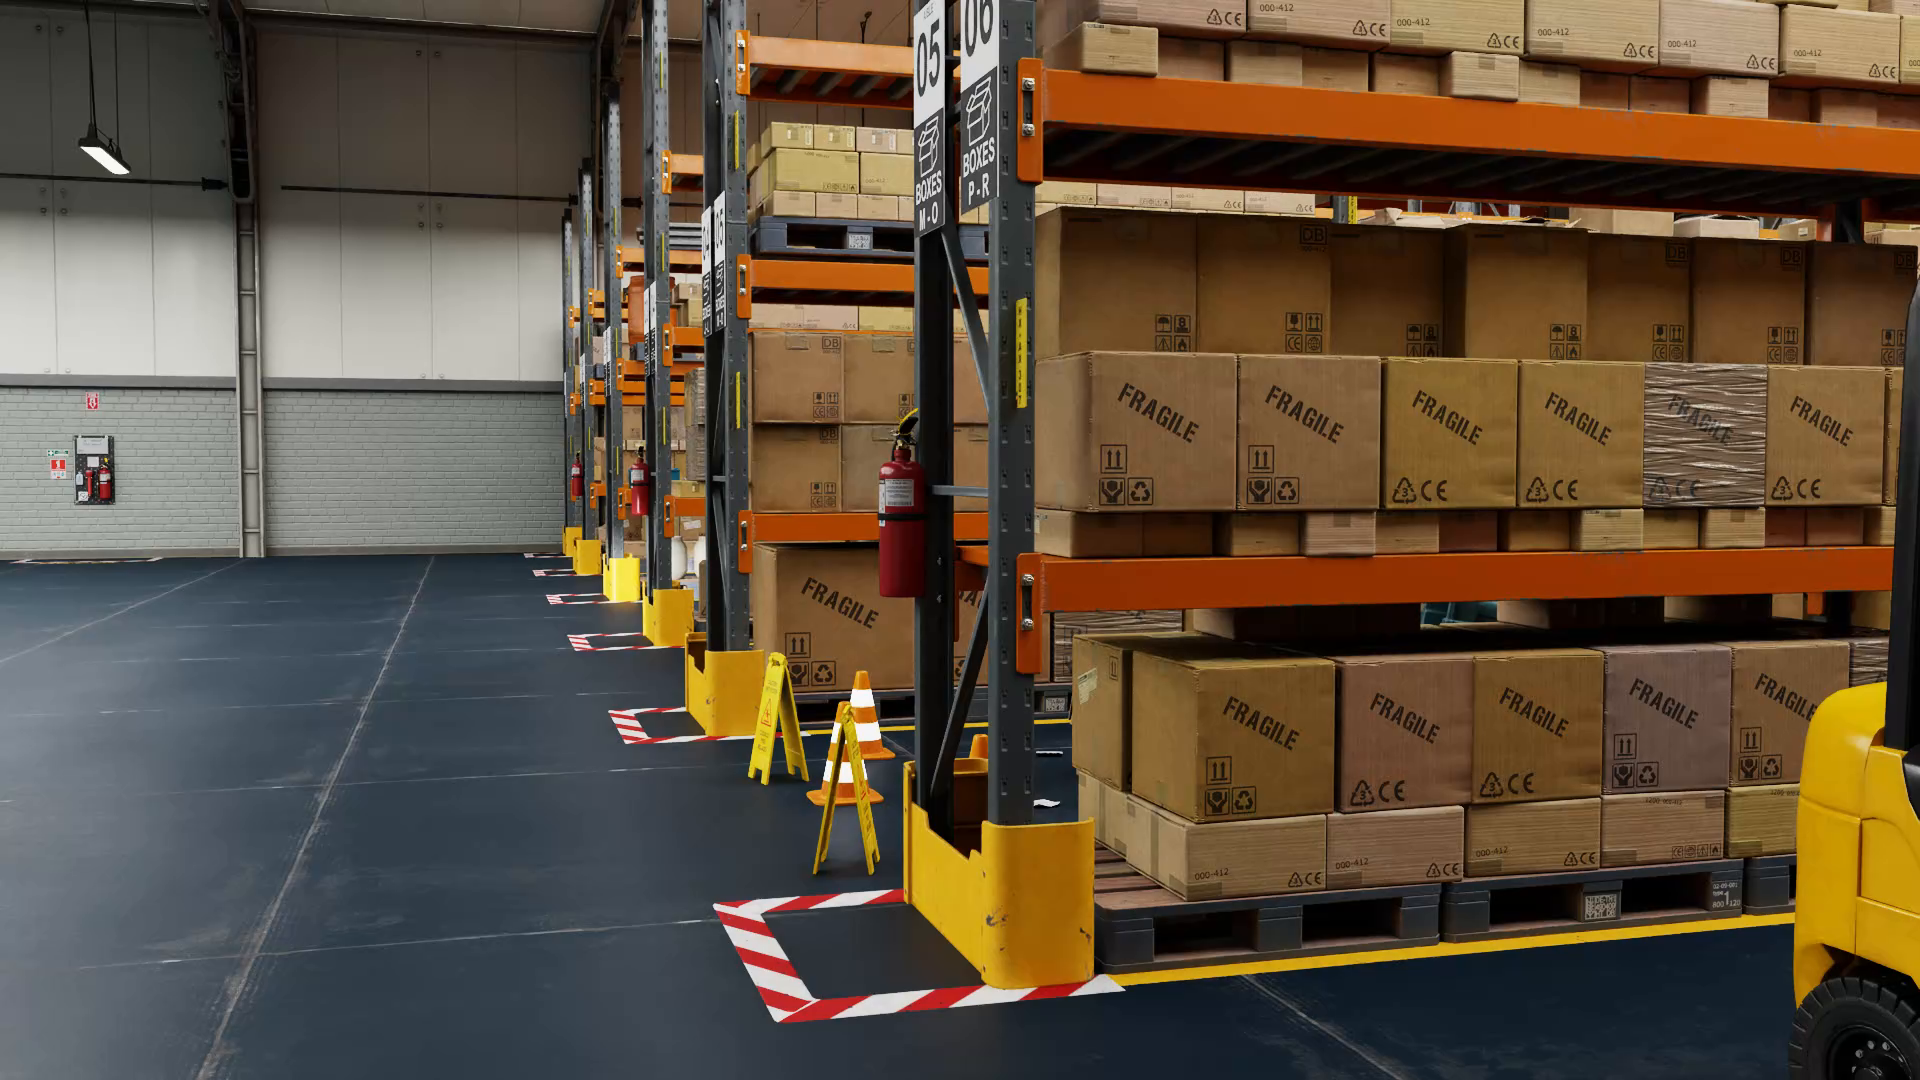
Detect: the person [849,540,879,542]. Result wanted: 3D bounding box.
[{"bbox_3d":[-0.920,-0.105,17.942,0.590,1.773,0.459,-1,3,-19],"label":"person"}]
